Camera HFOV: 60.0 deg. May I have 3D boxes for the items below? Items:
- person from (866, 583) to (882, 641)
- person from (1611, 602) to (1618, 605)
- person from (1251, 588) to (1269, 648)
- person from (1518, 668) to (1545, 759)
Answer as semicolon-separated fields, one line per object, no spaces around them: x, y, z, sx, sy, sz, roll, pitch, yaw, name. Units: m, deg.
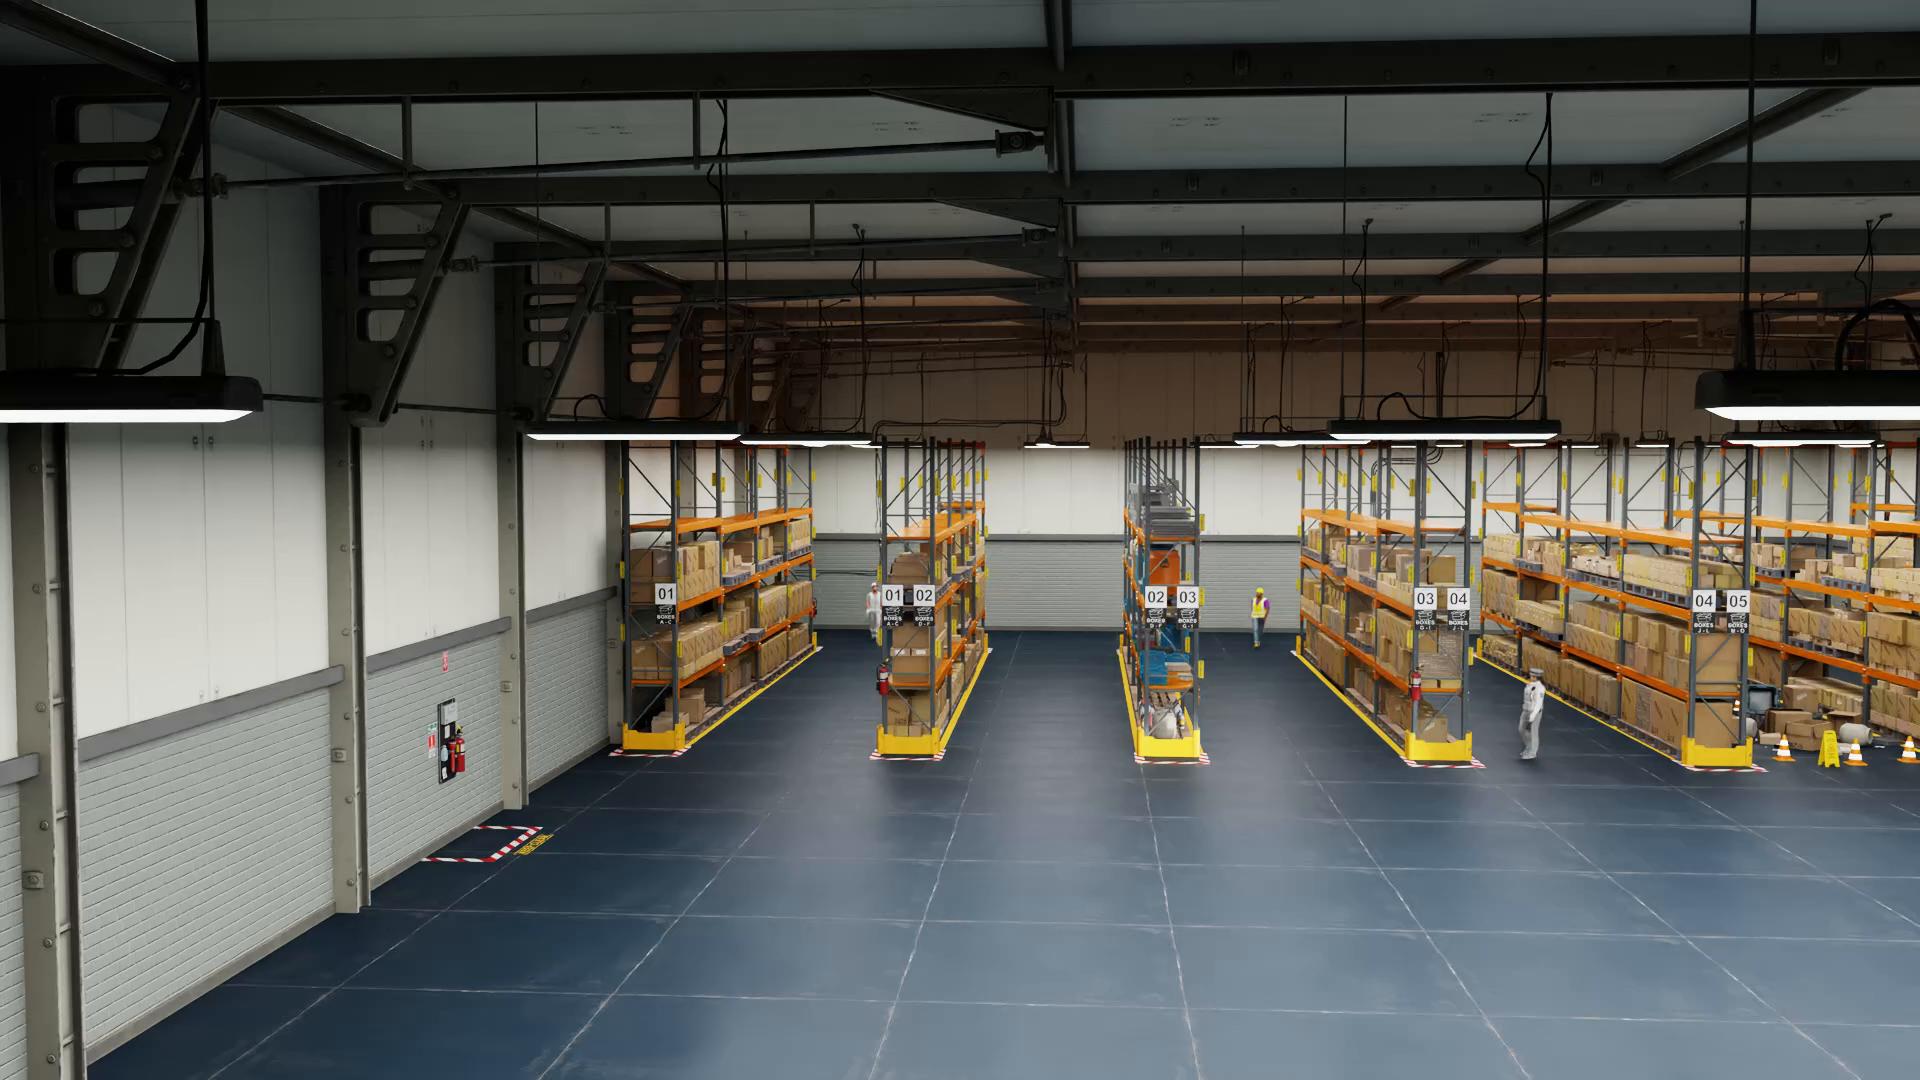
-2.569;2.154;49.926;0.516;1.722;1.005;0;3;0;person
17.650;2.473;45.037;0.577;1.617;0.964;-2;4;-32;person
8.717;2.259;48.277;0.499;1.706;1.053;0;3;1;person
10.633;3.239;31.020;0.438;1.699;0.547;-1;3;-23;person
